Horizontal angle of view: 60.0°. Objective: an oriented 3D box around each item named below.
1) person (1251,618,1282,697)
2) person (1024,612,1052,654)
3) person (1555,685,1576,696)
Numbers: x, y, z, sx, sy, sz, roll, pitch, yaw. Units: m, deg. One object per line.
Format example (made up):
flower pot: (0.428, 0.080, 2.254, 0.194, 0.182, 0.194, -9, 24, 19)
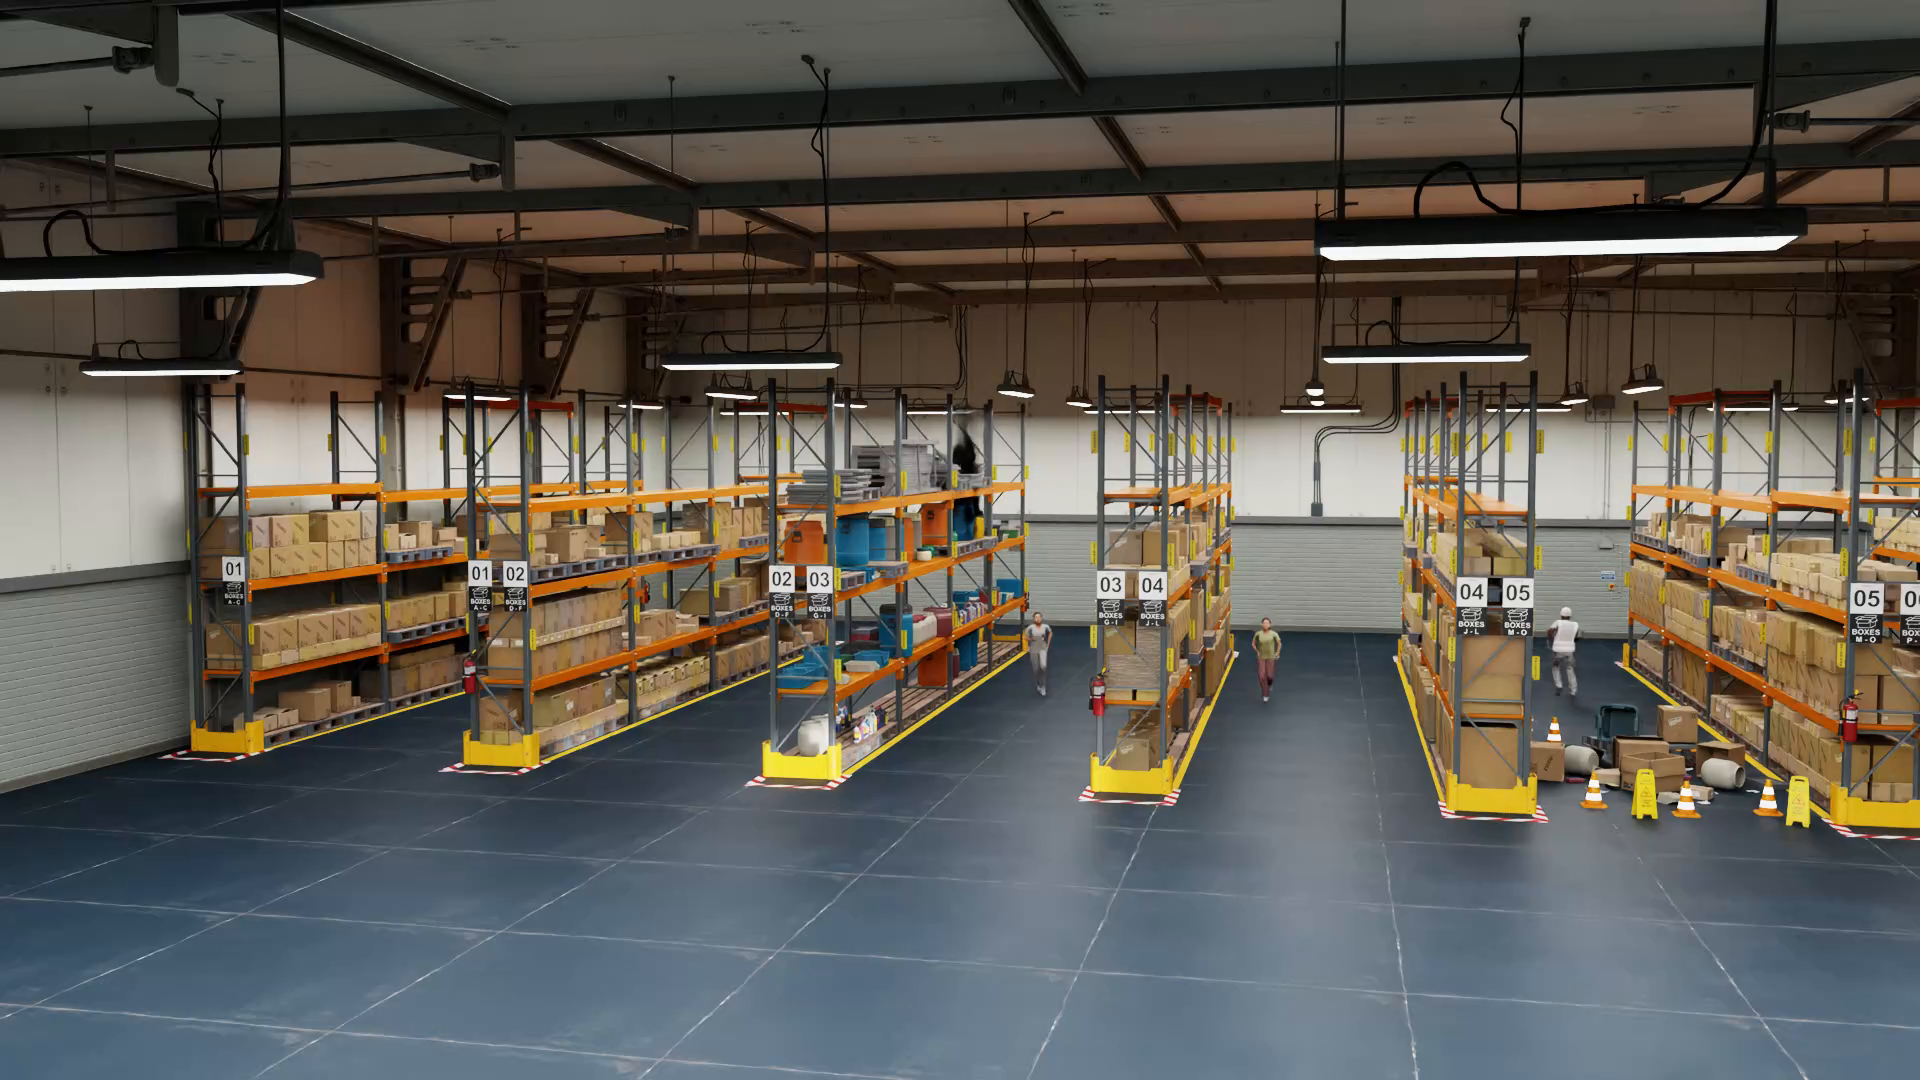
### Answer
person: (5.998, 2.302, 32.591, 0.582, 1.566, 0.504, 1, 3, 15)
person: (1.557, 1.856, 33.220, 0.549, 0.837, 0.579, 0, 3, 5)
person: (11.975, 2.966, 32.856, 0.317, 0.329, 0.659, 0, 3, 9)
